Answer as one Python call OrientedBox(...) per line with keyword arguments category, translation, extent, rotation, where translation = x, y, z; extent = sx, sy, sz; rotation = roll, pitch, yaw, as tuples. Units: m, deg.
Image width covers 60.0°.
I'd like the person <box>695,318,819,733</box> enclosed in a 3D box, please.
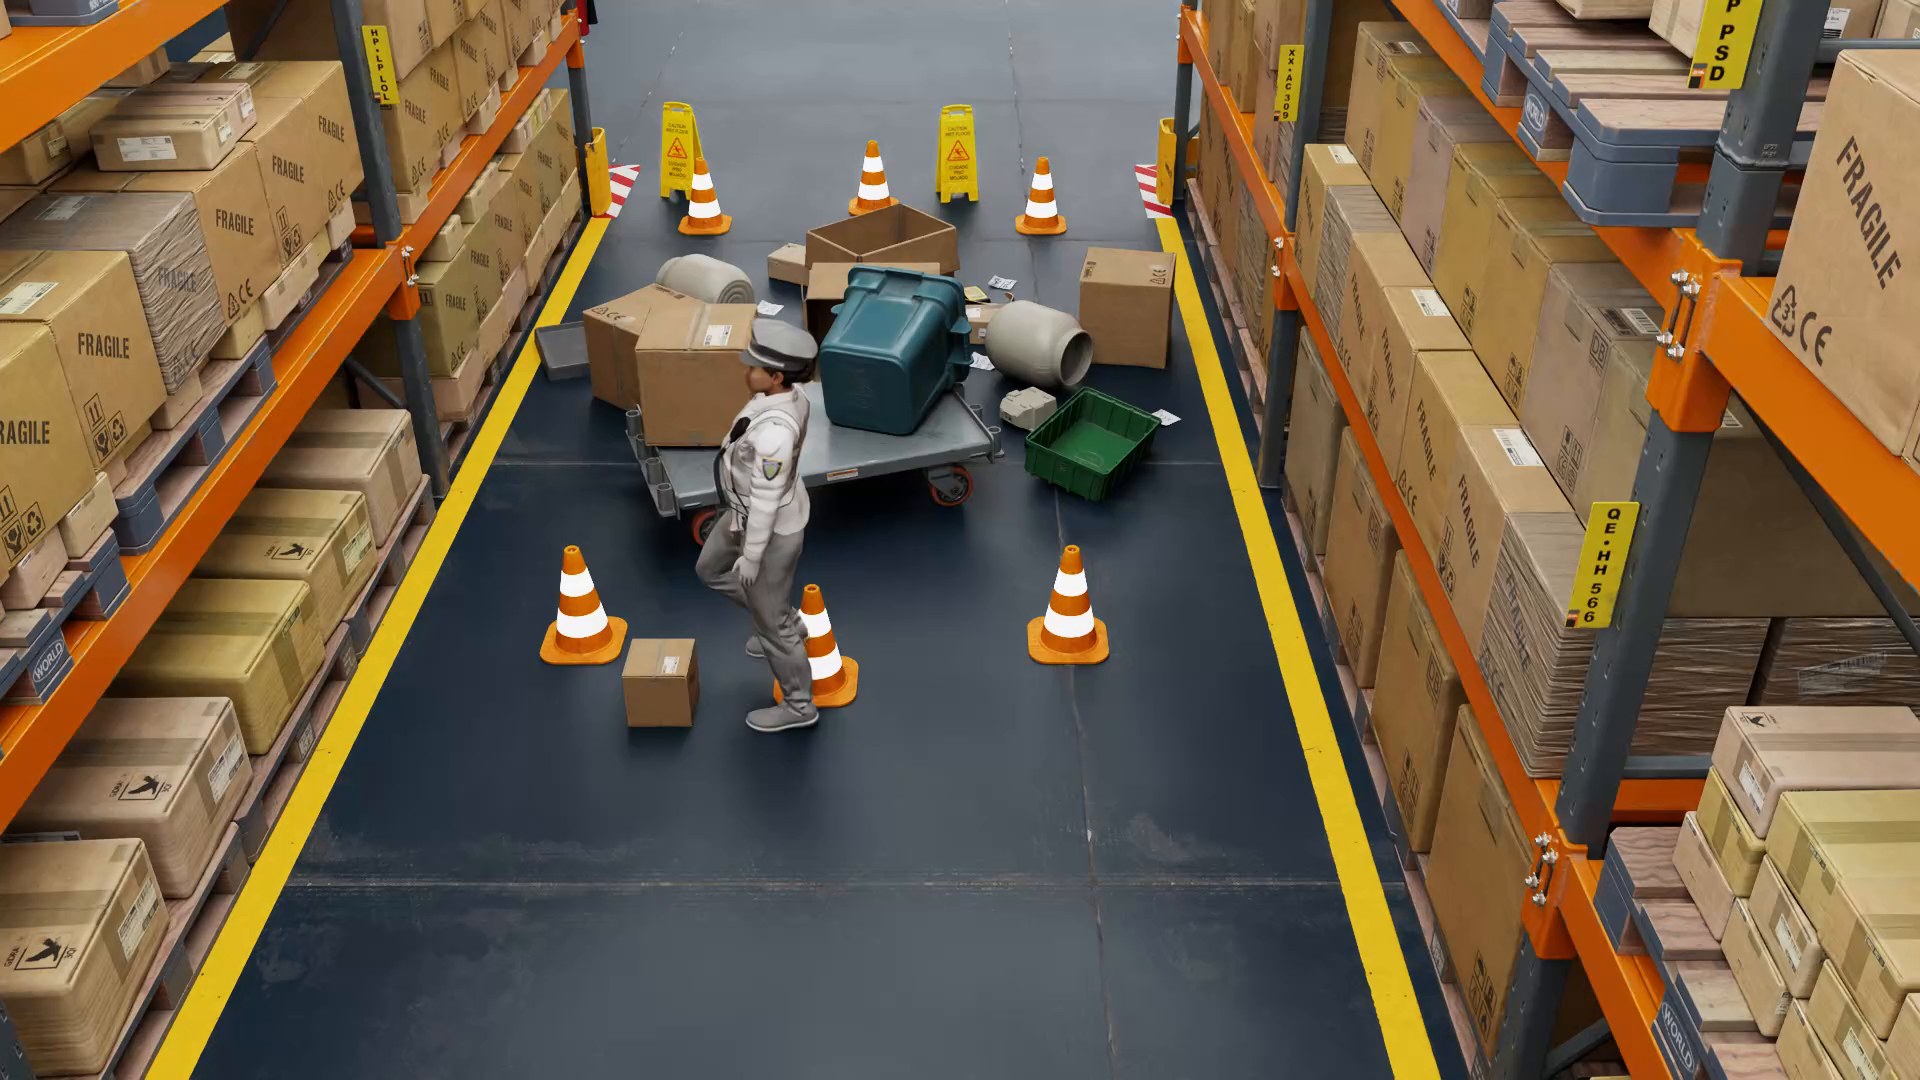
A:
OrientedBox(category="person", translation=(-0.763, -0.037, 6.185), extent=(0.536, 1.681, 0.465), rotation=(1, 32, 1))
